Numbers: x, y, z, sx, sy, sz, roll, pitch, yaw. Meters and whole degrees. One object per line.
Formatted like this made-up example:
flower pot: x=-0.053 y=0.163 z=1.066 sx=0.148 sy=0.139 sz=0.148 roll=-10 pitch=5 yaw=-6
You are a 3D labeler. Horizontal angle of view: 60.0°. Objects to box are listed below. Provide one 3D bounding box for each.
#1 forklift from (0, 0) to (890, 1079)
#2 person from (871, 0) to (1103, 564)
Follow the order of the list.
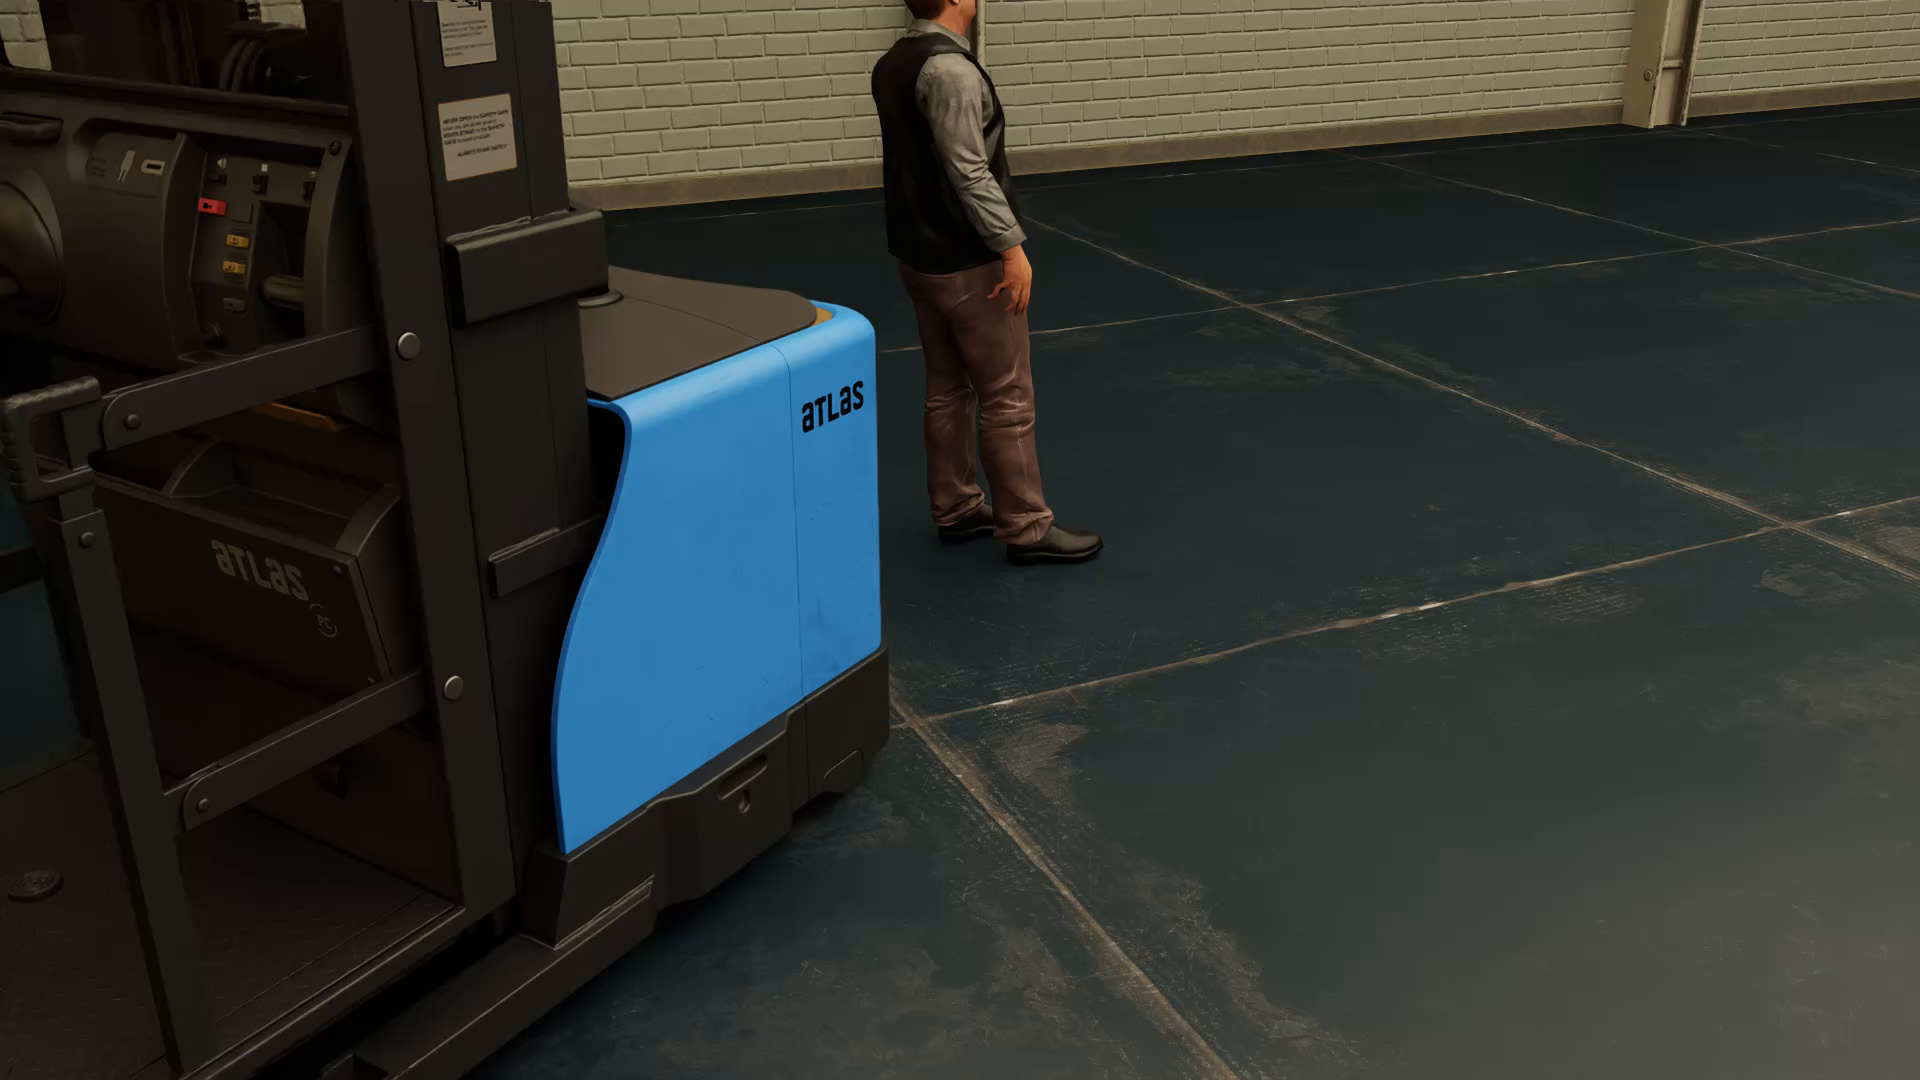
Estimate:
forklift: x=-1.373 y=-0.464 z=2.404 sx=1.130 sy=2.935 sz=3.031 roll=14 pitch=26 yaw=29
person: x=0.059 y=-0.809 z=4.791 sx=0.568 sy=1.720 sz=0.632 roll=-10 pitch=25 yaw=-23
